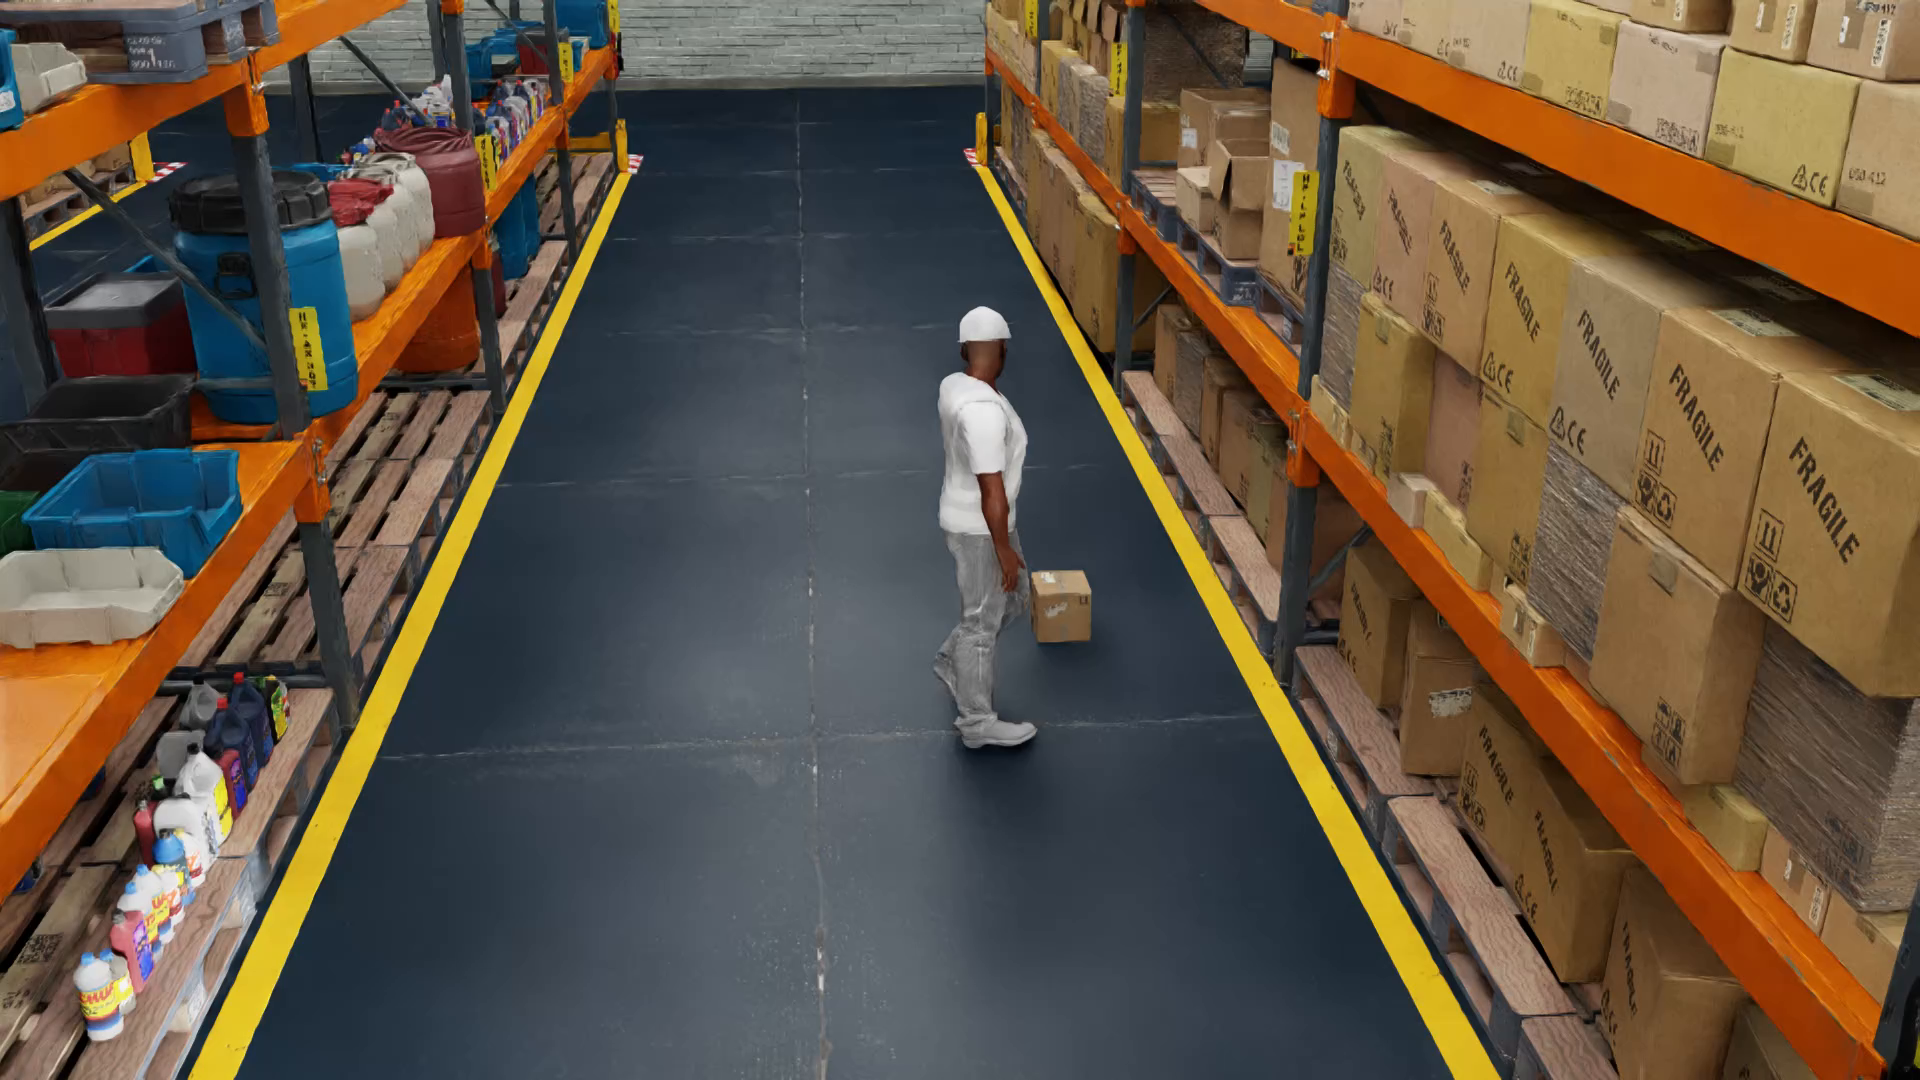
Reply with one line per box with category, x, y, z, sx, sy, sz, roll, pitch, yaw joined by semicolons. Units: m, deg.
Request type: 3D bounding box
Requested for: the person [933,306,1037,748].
person;0.100;-0.060;6.703;0.440;1.751;0.664;0;24;1
